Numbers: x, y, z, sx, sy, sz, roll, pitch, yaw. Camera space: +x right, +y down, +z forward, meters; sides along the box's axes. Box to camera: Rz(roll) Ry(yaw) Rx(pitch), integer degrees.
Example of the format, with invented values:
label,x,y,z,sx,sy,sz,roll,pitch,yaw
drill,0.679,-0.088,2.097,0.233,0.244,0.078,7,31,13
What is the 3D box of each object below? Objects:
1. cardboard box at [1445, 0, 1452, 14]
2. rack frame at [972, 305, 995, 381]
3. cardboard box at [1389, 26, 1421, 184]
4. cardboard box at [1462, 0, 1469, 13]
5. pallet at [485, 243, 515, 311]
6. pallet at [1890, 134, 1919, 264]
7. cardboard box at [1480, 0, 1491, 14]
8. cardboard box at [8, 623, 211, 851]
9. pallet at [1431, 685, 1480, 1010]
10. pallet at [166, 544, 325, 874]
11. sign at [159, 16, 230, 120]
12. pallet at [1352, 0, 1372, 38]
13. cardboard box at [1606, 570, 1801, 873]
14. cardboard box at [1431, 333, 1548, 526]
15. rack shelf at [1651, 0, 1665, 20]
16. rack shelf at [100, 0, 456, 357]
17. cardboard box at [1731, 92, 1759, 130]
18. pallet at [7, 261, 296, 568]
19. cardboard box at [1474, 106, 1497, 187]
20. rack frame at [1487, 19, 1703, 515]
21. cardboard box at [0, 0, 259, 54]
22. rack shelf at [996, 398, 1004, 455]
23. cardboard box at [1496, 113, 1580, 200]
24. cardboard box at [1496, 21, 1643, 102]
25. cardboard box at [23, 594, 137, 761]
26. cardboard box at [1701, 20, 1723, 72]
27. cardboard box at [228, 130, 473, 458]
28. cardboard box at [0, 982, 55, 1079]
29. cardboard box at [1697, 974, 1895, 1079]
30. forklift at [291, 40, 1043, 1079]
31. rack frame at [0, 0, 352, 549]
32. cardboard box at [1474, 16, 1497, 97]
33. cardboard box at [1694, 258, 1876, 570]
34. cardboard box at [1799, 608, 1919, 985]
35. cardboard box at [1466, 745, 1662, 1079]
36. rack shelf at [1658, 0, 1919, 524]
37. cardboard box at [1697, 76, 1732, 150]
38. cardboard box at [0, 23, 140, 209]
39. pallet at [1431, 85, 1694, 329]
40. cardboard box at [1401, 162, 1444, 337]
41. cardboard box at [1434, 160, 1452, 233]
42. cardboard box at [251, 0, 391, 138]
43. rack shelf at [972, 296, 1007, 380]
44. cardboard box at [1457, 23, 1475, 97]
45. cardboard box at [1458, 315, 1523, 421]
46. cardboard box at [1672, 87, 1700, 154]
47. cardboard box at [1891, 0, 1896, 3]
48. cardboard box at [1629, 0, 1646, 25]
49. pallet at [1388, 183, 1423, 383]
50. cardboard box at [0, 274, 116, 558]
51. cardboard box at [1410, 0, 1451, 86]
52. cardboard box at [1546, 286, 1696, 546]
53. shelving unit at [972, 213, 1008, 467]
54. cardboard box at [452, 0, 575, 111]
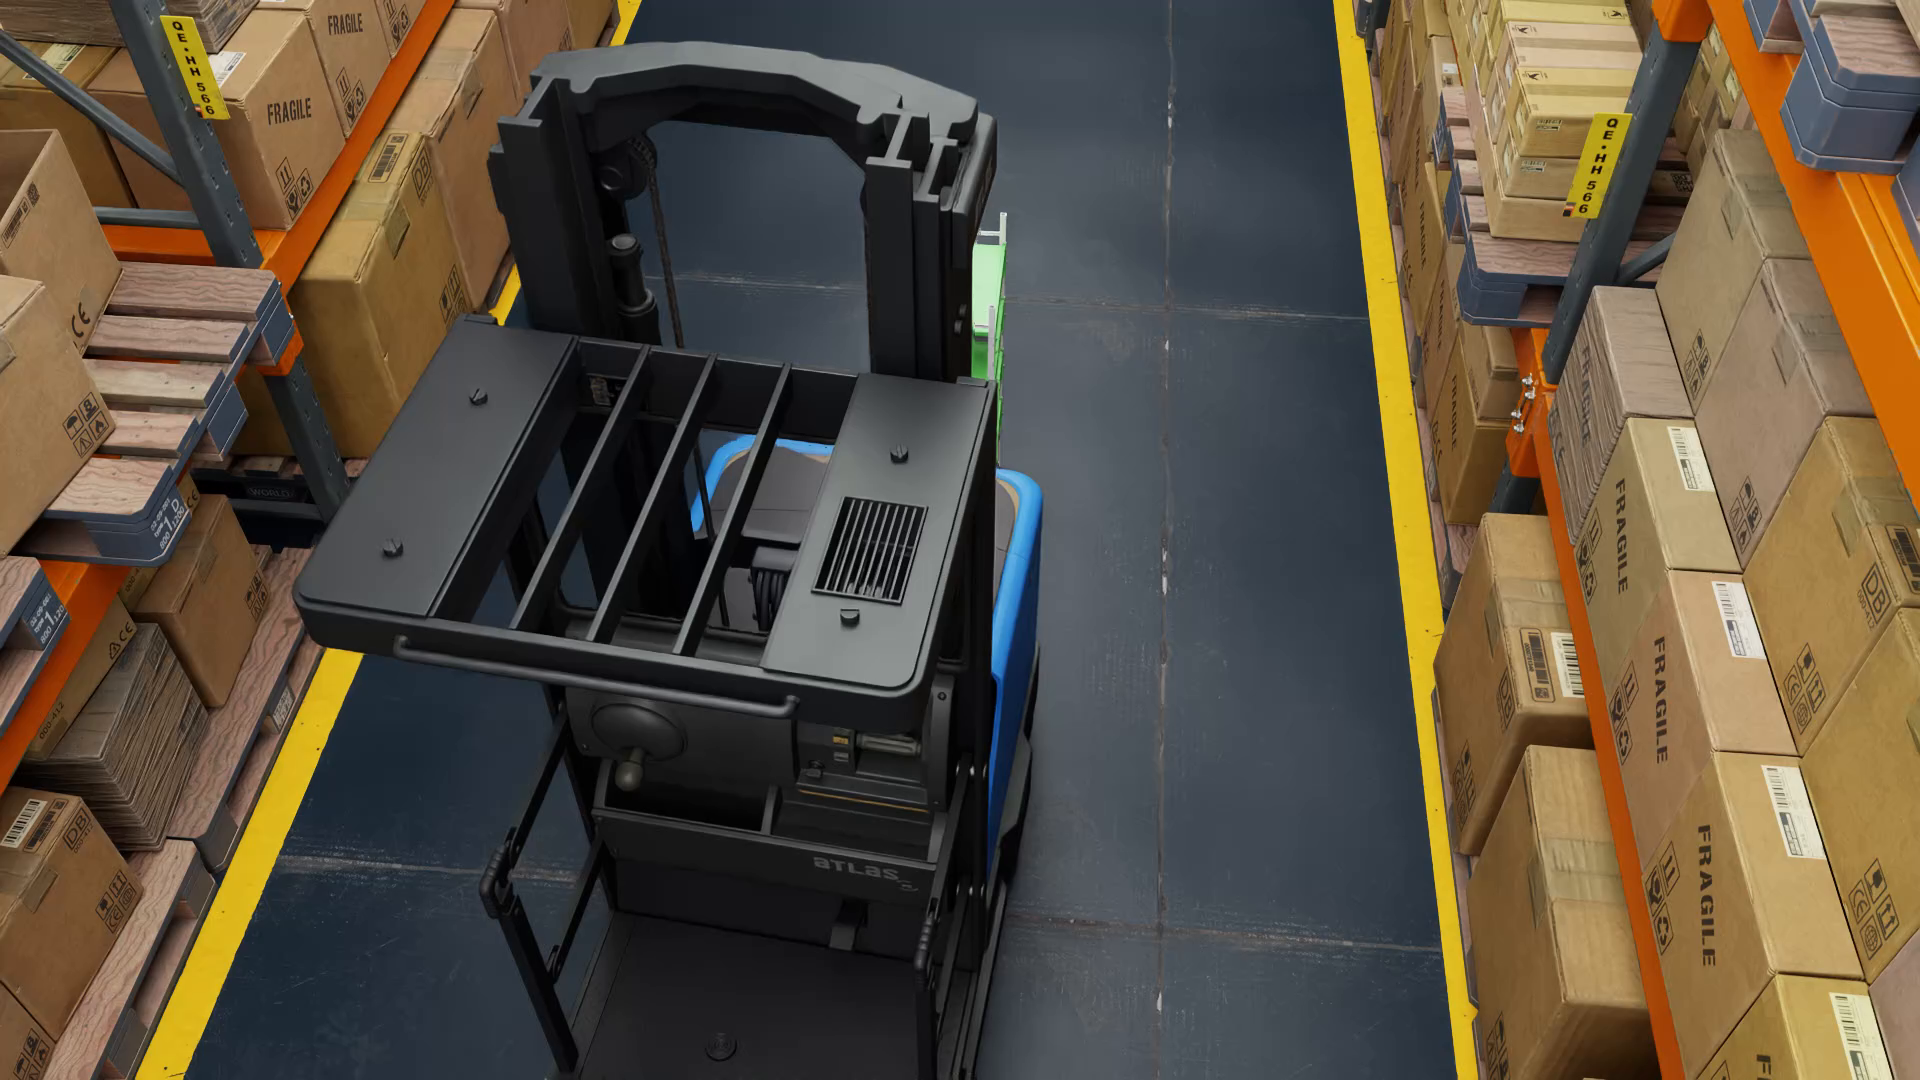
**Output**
label,x,y,z,sx,sy,sz,roll,pitch,yaw
cardboard box,1.932,-1.983,5.917,0.380,0.149,0.250,5,48,5
rack frame,-0.007,-0.347,5.755,0.240,1.200,0.015,4,48,4
cardboard box,2.210,-1.914,7.377,0.500,0.500,0.500,6,48,5
cardboard box,1.907,-1.898,5.637,0.380,0.149,0.250,4,48,3
pallet,-2.446,-1.526,7.503,1.003,0.211,1.213,4,48,4
pallet,2.118,-0.241,2.533,1.003,0.211,1.213,6,48,5
cardboard box,1.881,-1.813,5.358,0.380,0.149,0.250,5,48,5
cardboard box,-2.786,0.599,5.066,0.700,0.500,0.500,0,48,0
pallet,2.076,0.925,5.261,1.003,0.211,1.213,4,48,4
pallet,-2.780,0.517,5.635,1.003,0.211,1.213,4,48,4
sign,-2.166,-1.333,4.706,0.100,0.325,0.005,4,48,4
pallet,2.614,-3.085,8.929,1.003,0.211,1.213,4,48,4
cardboard box,1.823,0.431,3.755,0.500,0.500,0.500,4,48,3
cardboard box,2.023,-0.390,5.983,0.500,0.500,0.500,4,48,3
rack shelf,2.405,-2.830,5.260,1.077,0.370,4.000,4,48,4
rack shelf,-2.525,-2.226,6.740,1.077,0.370,4.000,4,48,4
cardboard box,2.459,-1.178,4.777,0.380,0.149,0.250,4,48,4
pallet,-2.666,-0.403,4.716,1.213,0.211,1.003,4,48,4
cardboard box,1.835,-1.224,5.222,0.380,0.149,0.250,4,48,3
rack frame,2.223,-0.591,4.758,1.000,3.000,0.127,4,48,4
cardboard box,-2.624,-1.907,5.214,0.797,0.503,0.637,5,48,5
rack shelf,0.015,-0.321,6.143,0.258,0.148,0.480,4,48,4
cardboard box,1.815,-1.142,4.946,0.380,0.149,0.250,5,48,4
cardboard box,1.836,-1.424,5.002,0.380,0.149,0.250,3,48,3
cardboard box,-2.776,0.328,4.805,0.500,0.250,0.500,9,48,8
cardboard box,2.507,-1.553,5.120,0.380,0.149,0.250,4,48,3
cardboard box,-2.623,-0.929,6.222,1.225,0.875,0.875,2,48,2
cardboard box,-2.881,1.426,4.309,0.700,0.500,0.500,0,48,0
cardboard box,1.732,1.171,3.079,0.500,0.500,0.500,4,48,4
forklift,-0.516,0.539,3.771,1.130,2.935,3.031,8,48,7
rack frame,-2.707,-0.999,5.131,1.000,3.000,0.127,4,48,4
cardboard box,1.859,-1.532,5.302,0.380,0.149,0.250,5,48,4
cardboard box,2.128,-0.261,3.711,0.700,0.500,0.500,3,48,3
cardboard box,2.037,0.492,3.022,0.700,0.500,0.500,3,48,3
cardboard box,2.002,1.111,4.441,1.050,0.750,0.750,5,48,4
rack shelf,2.041,0.109,2.572,1.077,0.370,4.000,4,48,4
cardboard box,2.490,-1.289,5.081,0.380,0.149,0.250,6,48,5
cardboard box,-2.909,-1.412,5.441,0.500,0.500,0.500,5,48,5
pallet,2.182,-1.057,5.314,1.213,0.211,1.003,4,48,4
cardboard box,2.106,-1.161,6.689,0.500,0.500,0.500,2,48,2
cardboard box,2.122,-1.407,6.405,0.500,0.250,0.500,5,48,4
cardboard box,-2.347,-1.750,5.750,0.500,0.500,0.500,3,48,2
rack shelf,0.015,-0.645,5.789,0.258,0.148,0.480,4,48,4
cardboard box,1.884,-1.596,5.562,0.380,0.149,0.250,3,48,3
cardboard box,2.024,-0.662,5.724,0.500,0.250,0.500,3,48,3
cardboard box,2.514,-1.358,5.345,0.380,0.149,0.250,6,48,5
cardboard box,1.938,-1.232,3.019,0.500,0.311,0.500,4,48,4
cardboard box,2.584,-1.937,5.875,0.380,0.149,0.250,4,48,4
pallet,2.410,-1.118,7.129,1.003,0.211,1.213,4,48,4
cardboard box,-2.668,-0.358,4.192,0.700,0.500,0.500,10,48,9
cardboard box,2.211,-2.165,7.098,0.500,0.250,0.500,5,48,5
cardboard box,1.913,-0.313,4.436,0.500,0.500,0.500,4,48,4
shelving unit,0.015,-0.527,5.918,0.258,1.200,0.503,4,48,4
cardboard box,-2.461,-2.234,7.416,1.225,0.875,0.875,2,48,2
